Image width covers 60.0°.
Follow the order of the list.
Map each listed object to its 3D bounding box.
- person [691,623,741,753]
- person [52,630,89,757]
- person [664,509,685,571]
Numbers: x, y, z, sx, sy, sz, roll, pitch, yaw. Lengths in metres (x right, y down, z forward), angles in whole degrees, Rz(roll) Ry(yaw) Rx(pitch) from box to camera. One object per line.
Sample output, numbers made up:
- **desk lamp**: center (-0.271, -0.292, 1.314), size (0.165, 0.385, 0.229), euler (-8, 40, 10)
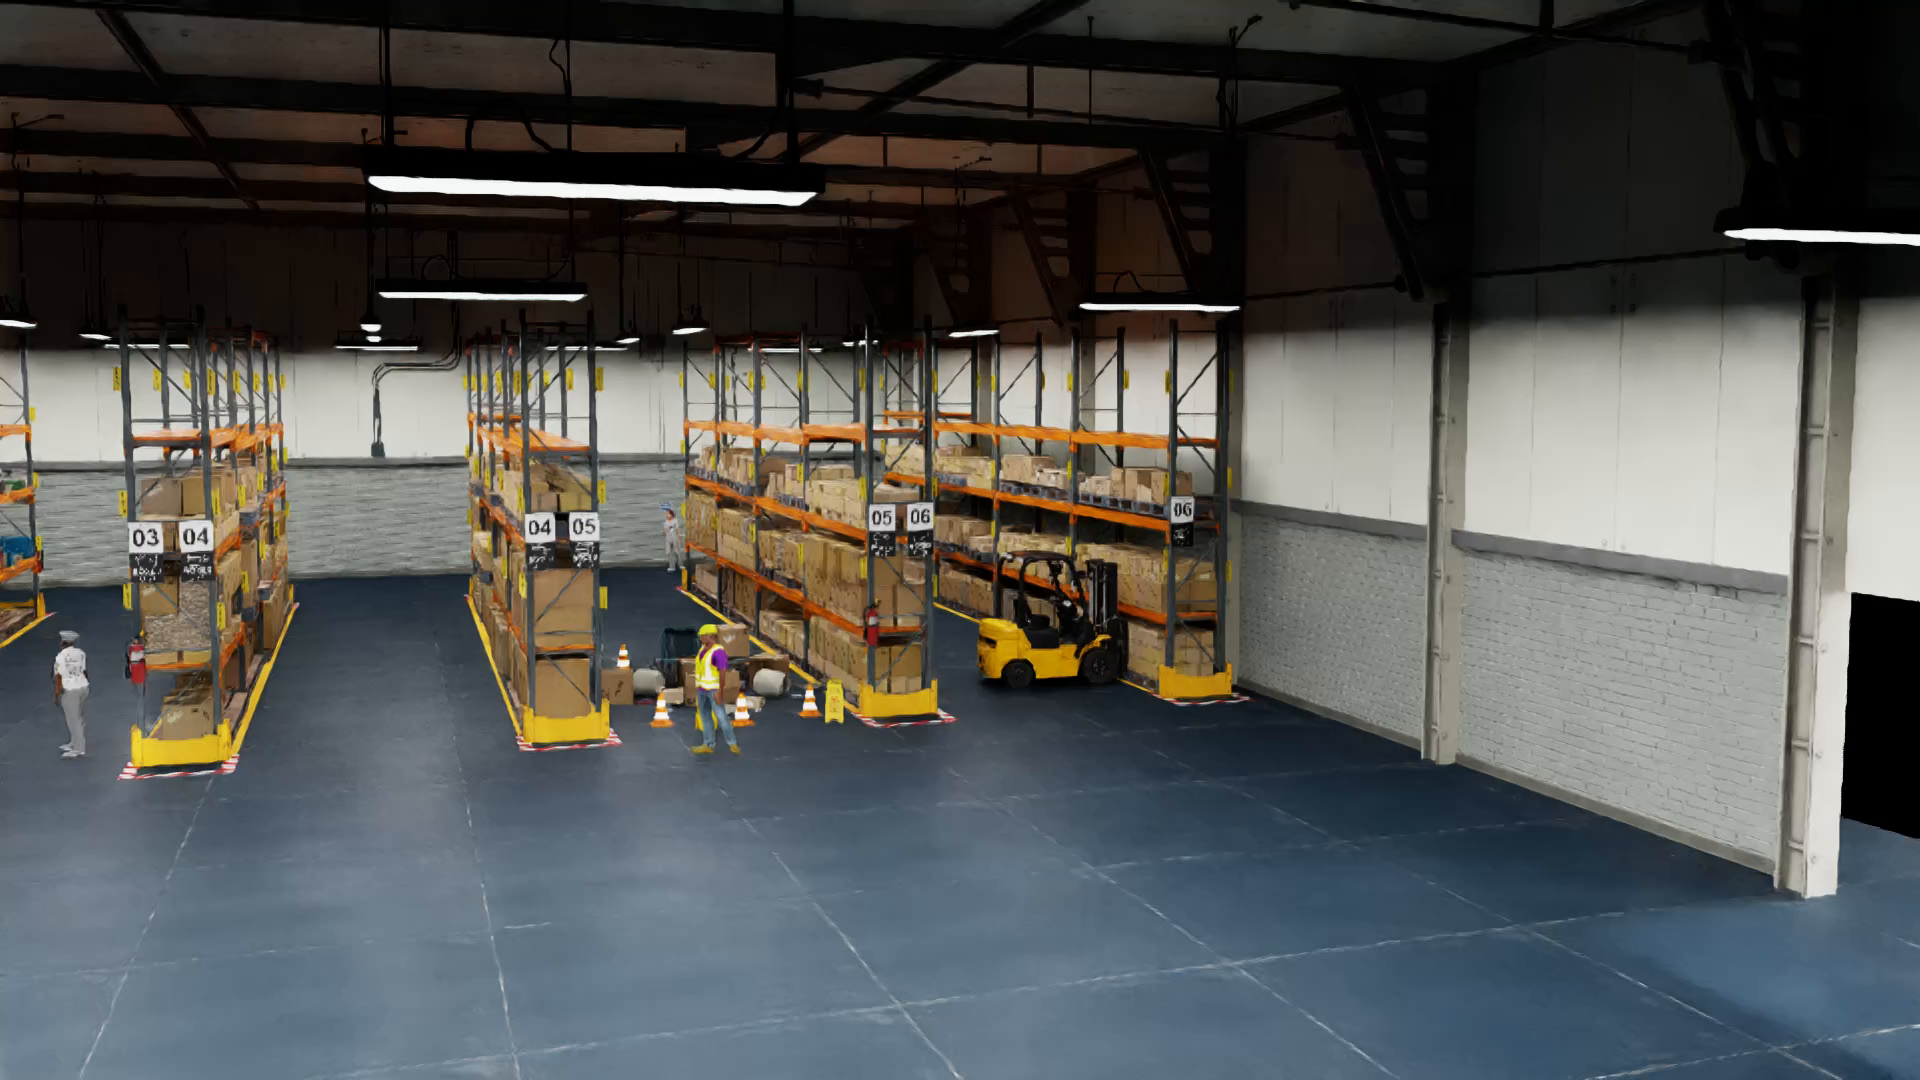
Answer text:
- **person**: center (-3.299, 2.004, 22.458), size (0.748, 1.764, 0.469), euler (5, 7, 43)
- **person**: center (-11.948, 2.045, 22.329), size (0.551, 1.664, 0.574), euler (1, 6, 11)
- **person**: center (-7.597, -0.012, 44.216), size (0.511, 1.658, 0.554), euler (2, 6, 17)
